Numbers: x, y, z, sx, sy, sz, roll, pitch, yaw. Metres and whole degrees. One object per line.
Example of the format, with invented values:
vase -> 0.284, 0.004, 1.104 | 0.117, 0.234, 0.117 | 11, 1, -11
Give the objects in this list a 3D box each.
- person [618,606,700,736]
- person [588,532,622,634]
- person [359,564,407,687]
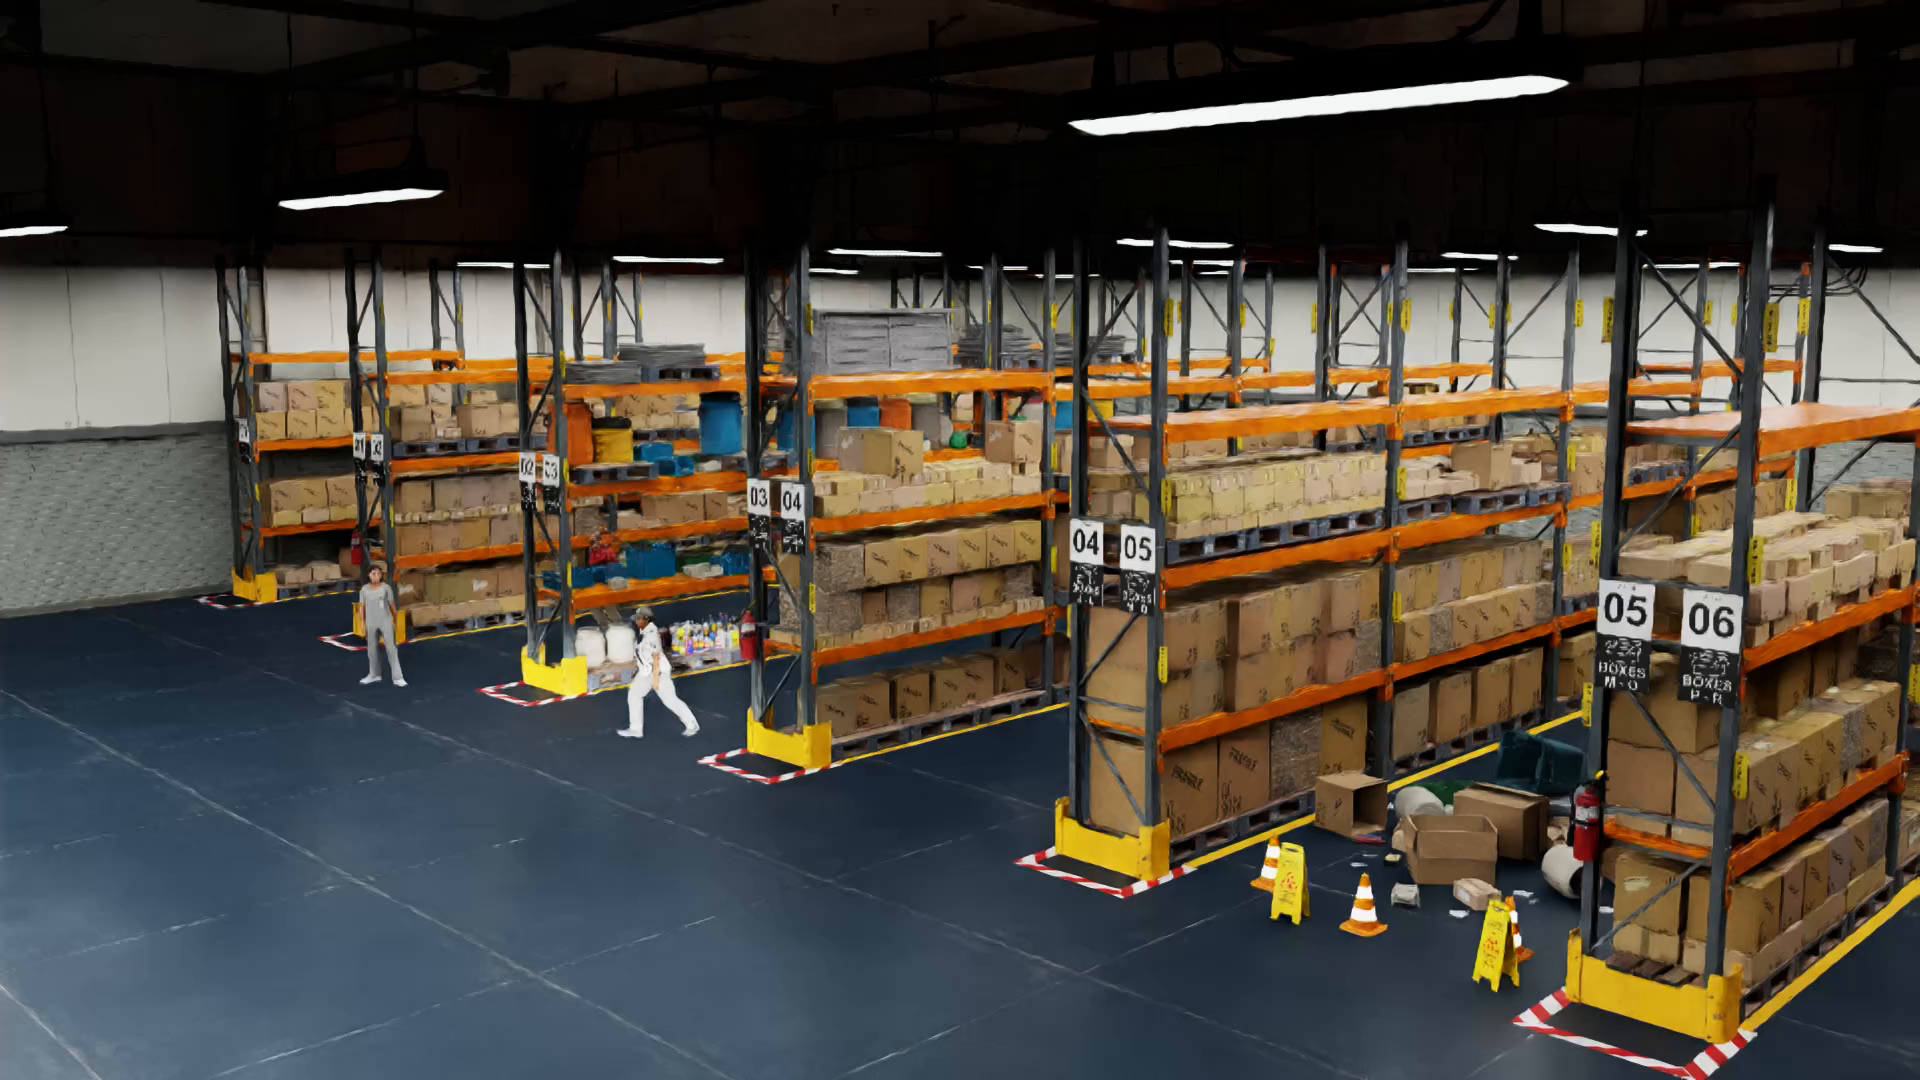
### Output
person -> -3.602, 1.572, 19.843 | 0.938, 1.598, 0.534 | -4, 9, -24
person -> -5.515, 0.693, 25.812 | 0.682, 1.676, 0.535 | 7, 11, 42
person -> -7.836, 1.147, 22.533 | 0.687, 1.658, 0.564 | -1, 8, -8
